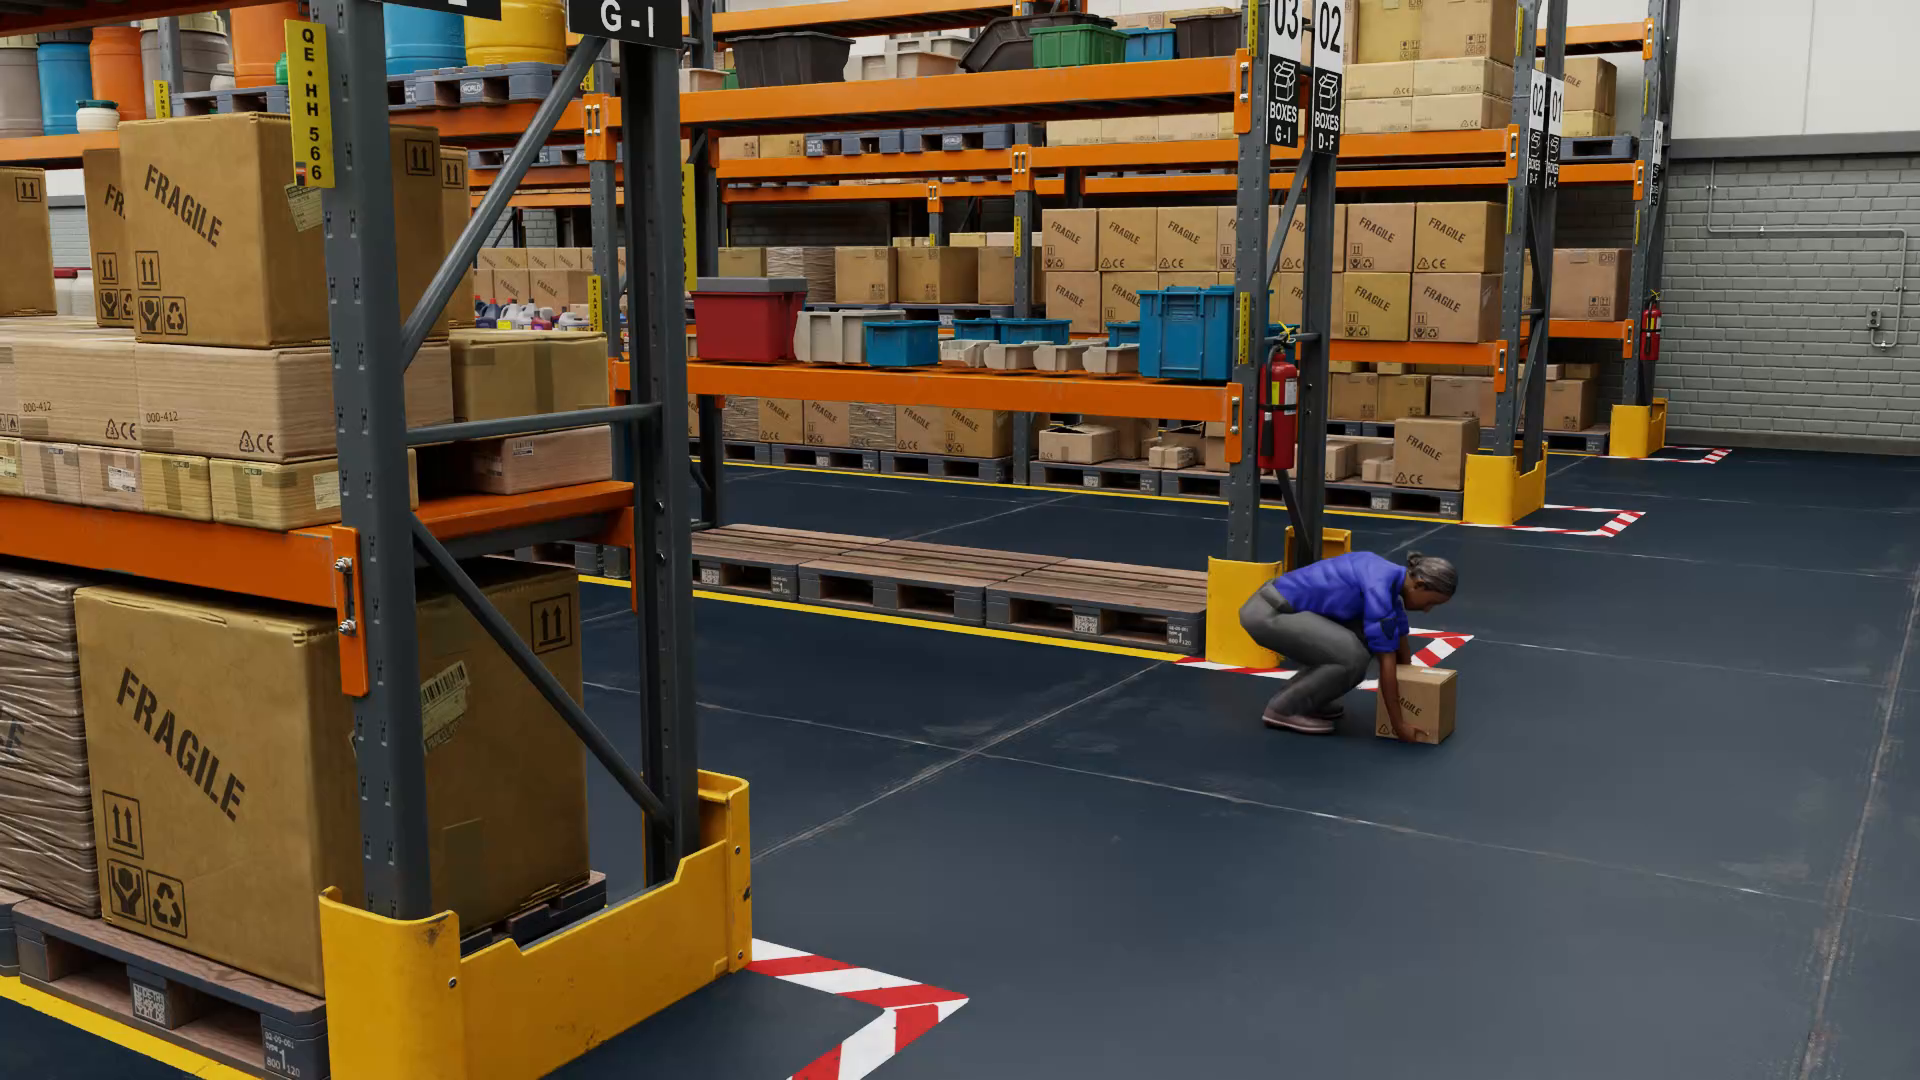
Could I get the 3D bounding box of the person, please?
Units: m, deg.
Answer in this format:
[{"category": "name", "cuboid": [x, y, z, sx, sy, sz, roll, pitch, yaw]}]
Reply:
[{"category": "person", "cuboid": [1.576, 0.408, 6.793, 0.852, 0.756, 0.458, 3, 10, 20]}]
